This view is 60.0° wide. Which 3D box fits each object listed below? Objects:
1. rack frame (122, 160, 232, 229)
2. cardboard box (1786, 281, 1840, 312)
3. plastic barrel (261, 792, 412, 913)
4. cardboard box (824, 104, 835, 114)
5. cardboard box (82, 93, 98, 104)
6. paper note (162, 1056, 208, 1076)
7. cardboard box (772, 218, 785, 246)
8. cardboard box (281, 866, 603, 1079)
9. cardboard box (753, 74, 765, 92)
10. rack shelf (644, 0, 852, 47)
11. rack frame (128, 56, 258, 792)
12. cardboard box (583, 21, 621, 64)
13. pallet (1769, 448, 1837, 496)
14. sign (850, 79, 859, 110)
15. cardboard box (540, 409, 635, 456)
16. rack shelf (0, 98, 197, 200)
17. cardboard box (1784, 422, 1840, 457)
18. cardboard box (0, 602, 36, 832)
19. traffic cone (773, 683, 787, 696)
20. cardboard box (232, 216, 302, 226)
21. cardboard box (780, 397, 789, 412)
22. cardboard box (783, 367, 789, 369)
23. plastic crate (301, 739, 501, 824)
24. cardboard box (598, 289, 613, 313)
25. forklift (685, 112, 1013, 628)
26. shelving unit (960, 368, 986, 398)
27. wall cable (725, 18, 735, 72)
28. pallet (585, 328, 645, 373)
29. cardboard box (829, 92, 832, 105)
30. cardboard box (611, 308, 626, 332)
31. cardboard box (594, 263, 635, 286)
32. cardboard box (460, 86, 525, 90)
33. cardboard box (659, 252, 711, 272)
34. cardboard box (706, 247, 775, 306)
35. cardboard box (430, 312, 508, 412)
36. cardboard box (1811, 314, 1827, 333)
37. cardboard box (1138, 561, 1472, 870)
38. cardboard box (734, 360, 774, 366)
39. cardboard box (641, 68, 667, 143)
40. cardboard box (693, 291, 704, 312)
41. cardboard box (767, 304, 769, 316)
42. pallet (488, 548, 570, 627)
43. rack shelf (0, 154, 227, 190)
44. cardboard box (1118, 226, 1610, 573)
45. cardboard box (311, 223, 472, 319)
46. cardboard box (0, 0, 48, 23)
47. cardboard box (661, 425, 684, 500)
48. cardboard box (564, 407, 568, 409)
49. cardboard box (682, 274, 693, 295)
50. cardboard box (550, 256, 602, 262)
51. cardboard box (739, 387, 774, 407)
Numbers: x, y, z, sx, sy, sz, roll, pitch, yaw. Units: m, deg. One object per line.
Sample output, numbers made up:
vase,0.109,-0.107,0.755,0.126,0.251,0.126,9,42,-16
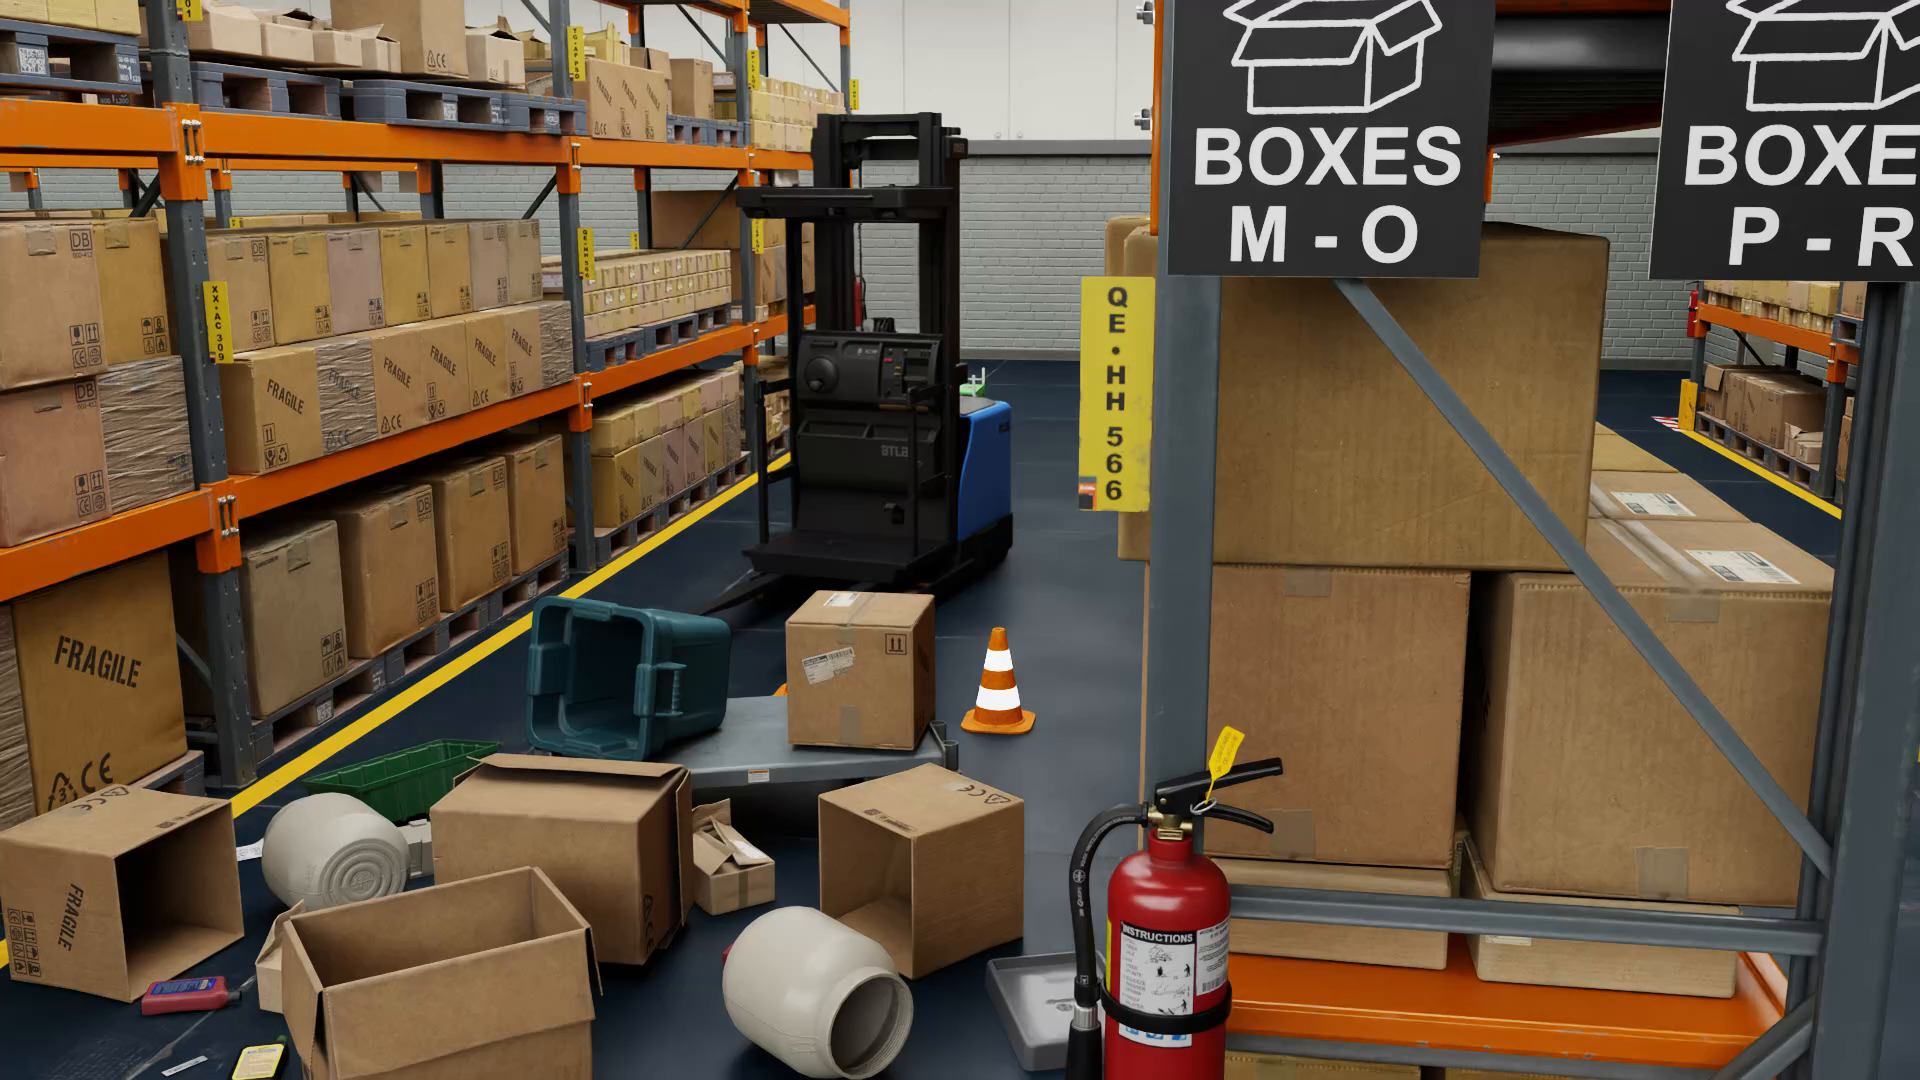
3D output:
rack frame,-7.185,-2.276,15.437,1.000,3.000,0.127,2,12,9
cardboard box,7.412,-2.086,14.203,0.500,0.250,0.500,2,12,9
plastic barrel,-2.189,1.116,5.811,0.421,0.421,0.512,-10,16,-40
cardboard box,-1.581,-4.354,17.127,0.500,0.250,0.500,2,12,7
cardboard box,-7.443,-3.679,14.040,0.500,0.311,0.500,1,12,7
paper note,-2.261,1.534,4.852,0.032,0.001,0.123,10,15,38
cardboard box,-1.925,-2.972,15.348,0.500,0.500,0.500,2,12,7
cardboard box,-1.470,1.315,4.696,0.797,0.503,0.637,-7,14,-30
cardboard box,-1.941,-4.035,14.701,0.380,0.149,0.250,1,12,6
rack shelf,-1.992,-5.090,15.969,1.077,0.370,4.000,2,12,9
rack frame,-3.530,-0.429,6.866,1.000,3.000,0.127,2,12,9
cardboard box,-2.501,-3.334,11.170,0.396,0.266,0.258,2,12,9
pallet,7.619,-0.575,14.161,1.003,0.211,1.213,2,12,9
sign,-1.139,-4.804,17.945,0.100,0.325,0.005,2,12,9
cardboard box,-2.569,-0.748,11.499,0.500,0.250,0.500,1,12,6
rack shelf,-3.837,-1.128,4.694,1.077,0.370,4.000,2,12,9
cardboard box,7.363,-0.864,14.375,0.396,0.266,0.258,2,12,11
cardboard box,-3.831,0.720,5.577,0.875,0.875,0.875,2,12,9
traffic cone,-0.759,0.554,8.325,0.336,0.463,0.334,2,12,9
cardboard box,-6.775,-2.909,16.241,0.500,0.500,0.500,2,12,9
cardboard box,-1.866,-1.337,16.141,0.380,0.149,0.250,2,12,11
cardboard box,-1.614,-1.693,17.089,0.380,0.149,0.250,2,12,11
plastic crate,-2.262,0.996,6.791,0.450,0.188,0.662,-3,8,40
cardboard box,-2.602,-1.641,11.380,0.380,0.149,0.250,2,12,11
forklift,-0.643,-1.075,10.023,1.130,2.935,3.031,5,13,21
shelving unit,0.025,-0.621,12.027,0.258,1.200,0.503,2,12,9
wall cable,-2.294,-8.680,23.273,2.277,5.999,0.120,2,12,9
pallet,-2.910,-1.320,11.454,1.213,0.211,1.003,2,12,9
cardboard box,-1.559,-4.632,17.470,0.380,0.149,0.250,2,12,9
cardboard box,-2.564,-1.543,11.634,0.380,0.149,0.250,3,12,11
cardboard box,-2.530,-1.887,11.818,0.380,0.149,0.250,1,12,6
cardboard box,-2.789,-2.737,9.772,0.380,0.166,0.250,2,12,9
cardboard box,-2.250,-2.268,13.587,0.380,0.149,0.250,1,12,7
cardboard box,-1.974,-2.384,14.992,0.500,0.500,0.500,2,12,8
cardboard box,-2.874,-1.001,9.279,0.500,0.500,0.500,2,12,8
cardboard box,7.331,-1.802,13.831,0.380,0.149,0.250,2,12,10
cardboard box,0.573,0.226,2.879,0.500,0.500,0.500,2,12,8
cardboard box,-2.189,-1.822,17.687,0.380,0.149,0.250,2,12,8
cardboard box,-2.422,-3.096,11.882,0.500,0.500,0.500,2,12,9
cardboard box,-2.283,-1.930,13.429,0.380,0.149,0.250,1,12,6
cardboard box,-1.977,-2.134,15.370,0.380,0.149,0.250,1,12,6
pallet,-3.110,0.263,10.273,1.003,0.211,1.213,2,12,9
rack shelf,-7.492,-2.975,13.265,1.077,0.370,4.000,2,12,9
cardboard box,0.624,-0.254,2.735,0.700,0.500,0.500,2,12,7
cardboard box,-3.147,-1.494,9.197,0.700,0.500,0.500,2,12,8
cardboard box,-3.347,-1.835,5.628,0.380,0.149,0.250,2,12,10
cardboard box,-2.406,-0.596,12.576,0.500,0.500,0.500,2,12,7
cardboard box,-3.002,-0.868,12.059,0.500,0.250,0.500,2,12,9
cardboard box,-2.325,-2.016,13.120,0.380,0.149,0.250,1,12,6
cardboard box,-3.012,-2.132,12.952,0.380,0.149,0.250,2,12,11
cardboard box,-1.941,-1.318,15.345,0.380,0.149,0.250,3,12,11
